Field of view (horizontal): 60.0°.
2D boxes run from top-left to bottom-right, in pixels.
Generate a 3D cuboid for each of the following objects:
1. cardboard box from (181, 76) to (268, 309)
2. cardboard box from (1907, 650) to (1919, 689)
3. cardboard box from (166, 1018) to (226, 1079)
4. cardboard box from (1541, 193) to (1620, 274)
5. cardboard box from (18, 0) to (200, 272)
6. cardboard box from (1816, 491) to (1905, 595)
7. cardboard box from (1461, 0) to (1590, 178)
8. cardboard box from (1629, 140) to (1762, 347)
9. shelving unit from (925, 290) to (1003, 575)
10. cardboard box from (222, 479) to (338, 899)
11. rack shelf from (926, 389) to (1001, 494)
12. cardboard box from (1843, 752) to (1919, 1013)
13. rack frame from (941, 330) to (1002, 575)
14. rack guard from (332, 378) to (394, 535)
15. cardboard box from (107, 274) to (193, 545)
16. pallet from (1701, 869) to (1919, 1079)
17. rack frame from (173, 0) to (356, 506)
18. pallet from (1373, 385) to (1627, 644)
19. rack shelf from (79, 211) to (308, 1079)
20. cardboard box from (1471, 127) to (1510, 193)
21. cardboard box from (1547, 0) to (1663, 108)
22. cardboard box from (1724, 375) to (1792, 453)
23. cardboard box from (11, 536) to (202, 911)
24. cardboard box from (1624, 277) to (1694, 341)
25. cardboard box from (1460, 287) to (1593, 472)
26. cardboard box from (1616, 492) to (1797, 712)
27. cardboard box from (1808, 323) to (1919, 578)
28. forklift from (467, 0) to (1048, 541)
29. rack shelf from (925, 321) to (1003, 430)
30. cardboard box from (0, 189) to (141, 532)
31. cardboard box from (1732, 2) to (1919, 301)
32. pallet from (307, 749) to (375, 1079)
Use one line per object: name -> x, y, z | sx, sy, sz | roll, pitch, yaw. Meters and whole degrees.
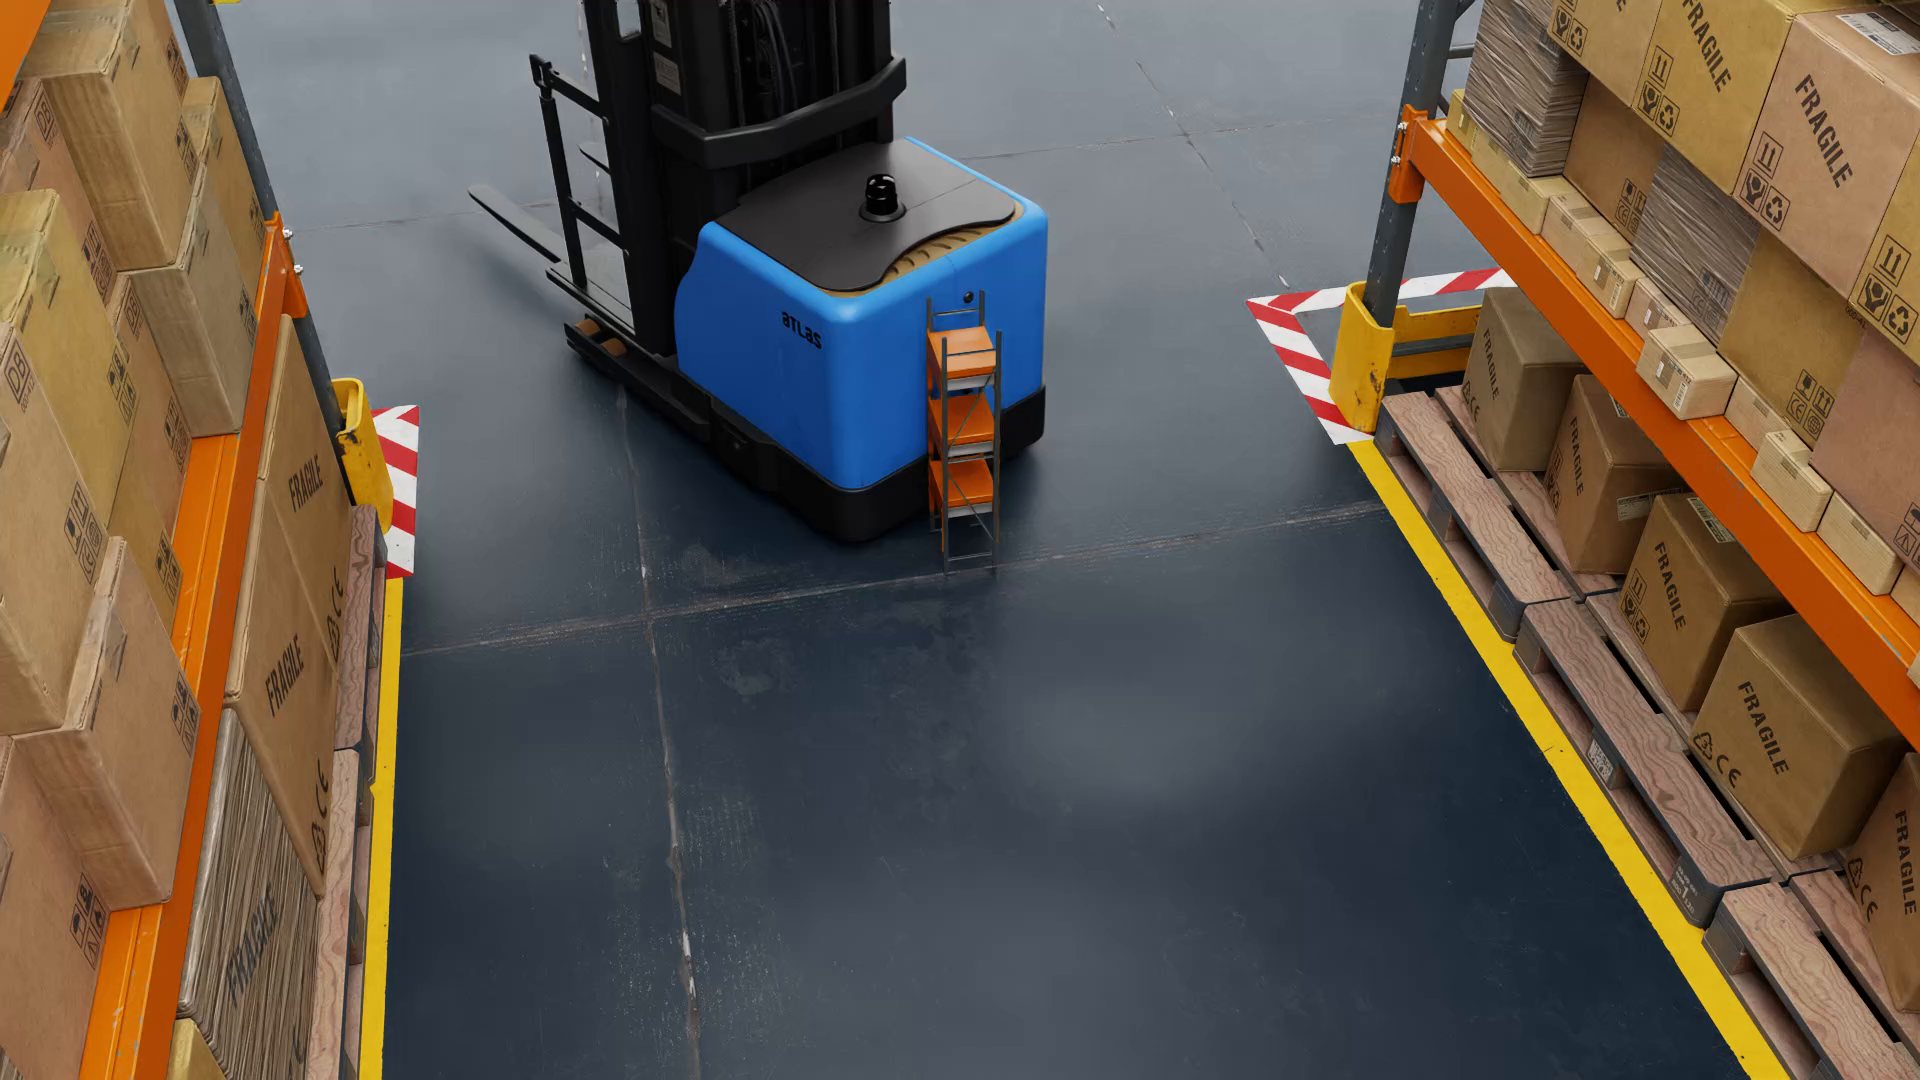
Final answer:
cardboard box -> -2.623, -0.969, 4.970 | 0.875, 0.550, 0.550 | -8, 42, -9
cardboard box -> 2.445, 0.317, 3.823 | 0.380, 0.149, 0.250 | -8, 42, -9
cardboard box -> -1.951, 1.665, 3.399 | 0.875, 0.875, 0.875 | -8, 42, -9
cardboard box -> 2.095, -0.992, 5.297 | 0.380, 0.149, 0.250 | -8, 42, -9
cardboard box -> -2.496, -1.018, 4.211 | 0.875, 0.550, 0.550 | -8, 42, -9
cardboard box -> 2.426, -0.020, 4.203 | 0.380, 0.149, 0.250 | -8, 42, -9
cardboard box -> 2.210, -1.581, 5.472 | 0.875, 0.500, 0.500 | -8, 42, -9
cardboard box -> 2.500, -0.944, 4.754 | 0.875, 0.500, 0.500 | -8, 42, -9
shelving unit -> 0.012, -0.358, 5.862 | 0.215, 1.050, 0.252 | -8, 42, -9
cardboard box -> -2.344, 0.490, 4.722 | 0.875, 0.875, 0.875 | -9, 42, -10
rack shelf -> 0.012, -0.350, 5.869 | 0.215, 0.259, 0.240 | -8, 42, -9
cardboard box -> 2.803, 0.943, 4.495 | 0.500, 0.500, 0.500 | 4, 42, 4
rack frame -> 0.038, -0.279, 5.773 | 0.200, 1.050, 0.008 | -8, 42, -9
rack guard -> -2.752, -0.228, 6.130 | 1.175, 0.500, 0.348 | -8, 42, -9
cardboard box -> -2.485, -0.235, 4.142 | 0.875, 0.550, 0.550 | -8, 42, -9
pallet -> 2.802, 1.413, 4.499 | 1.003, 0.211, 1.213 | -8, 42, -9
rack frame -> -2.747, -1.147, 5.283 | 1.000, 3.000, 0.127 | -8, 42, -9
pallet -> 2.275, -0.169, 6.281 | 1.003, 0.211, 1.213 | -8, 42, -9
rack shelf -> -2.315, 0.418, 4.061 | 1.077, 0.370, 4.000 | -8, 42, -9
cardboard box -> 1.982, -1.315, 5.661 | 0.380, 0.149, 0.250 | -8, 42, -9
cardboard box -> 2.071, -1.594, 4.734 | 0.500, 0.500, 0.500 | -8, 42, -9
cardboard box -> 2.359, -0.350, 4.575 | 0.380, 0.149, 0.250 | -8, 42, -9
cardboard box -> -2.118, 0.432, 3.391 | 0.875, 0.550, 0.550 | -8, 42, -9
cardboard box -> 2.223, -0.670, 4.935 | 0.380, 0.149, 0.250 | -8, 42, -9
cardboard box -> 2.236, -0.608, 6.242 | 0.500, 0.500, 0.500 | -1, 42, -1
cardboard box -> 2.515, 0.183, 5.350 | 0.500, 0.500, 0.500 | -5, 42, -5
cardboard box -> 2.665, -0.288, 4.015 | 0.875, 0.500, 0.500 | -8, 42, -9
forklift -> -1.032, -1.982, 6.275 | 1.130, 2.935, 3.031 | -31, 50, -30
rack shelf -> 0.012, -0.562, 5.681 | 0.215, 0.259, 0.240 | -8, 42, -9
cardboard box -> -2.266, -0.311, 3.414 | 0.875, 0.550, 0.500 | -8, 42, -9
cardboard box -> 2.295, -0.947, 4.005 | 0.500, 0.500, 0.500 | -8, 42, -9
pallet -> -2.238, 1.192, 4.748 | 1.003, 0.211, 1.213 | -8, 42, -9
